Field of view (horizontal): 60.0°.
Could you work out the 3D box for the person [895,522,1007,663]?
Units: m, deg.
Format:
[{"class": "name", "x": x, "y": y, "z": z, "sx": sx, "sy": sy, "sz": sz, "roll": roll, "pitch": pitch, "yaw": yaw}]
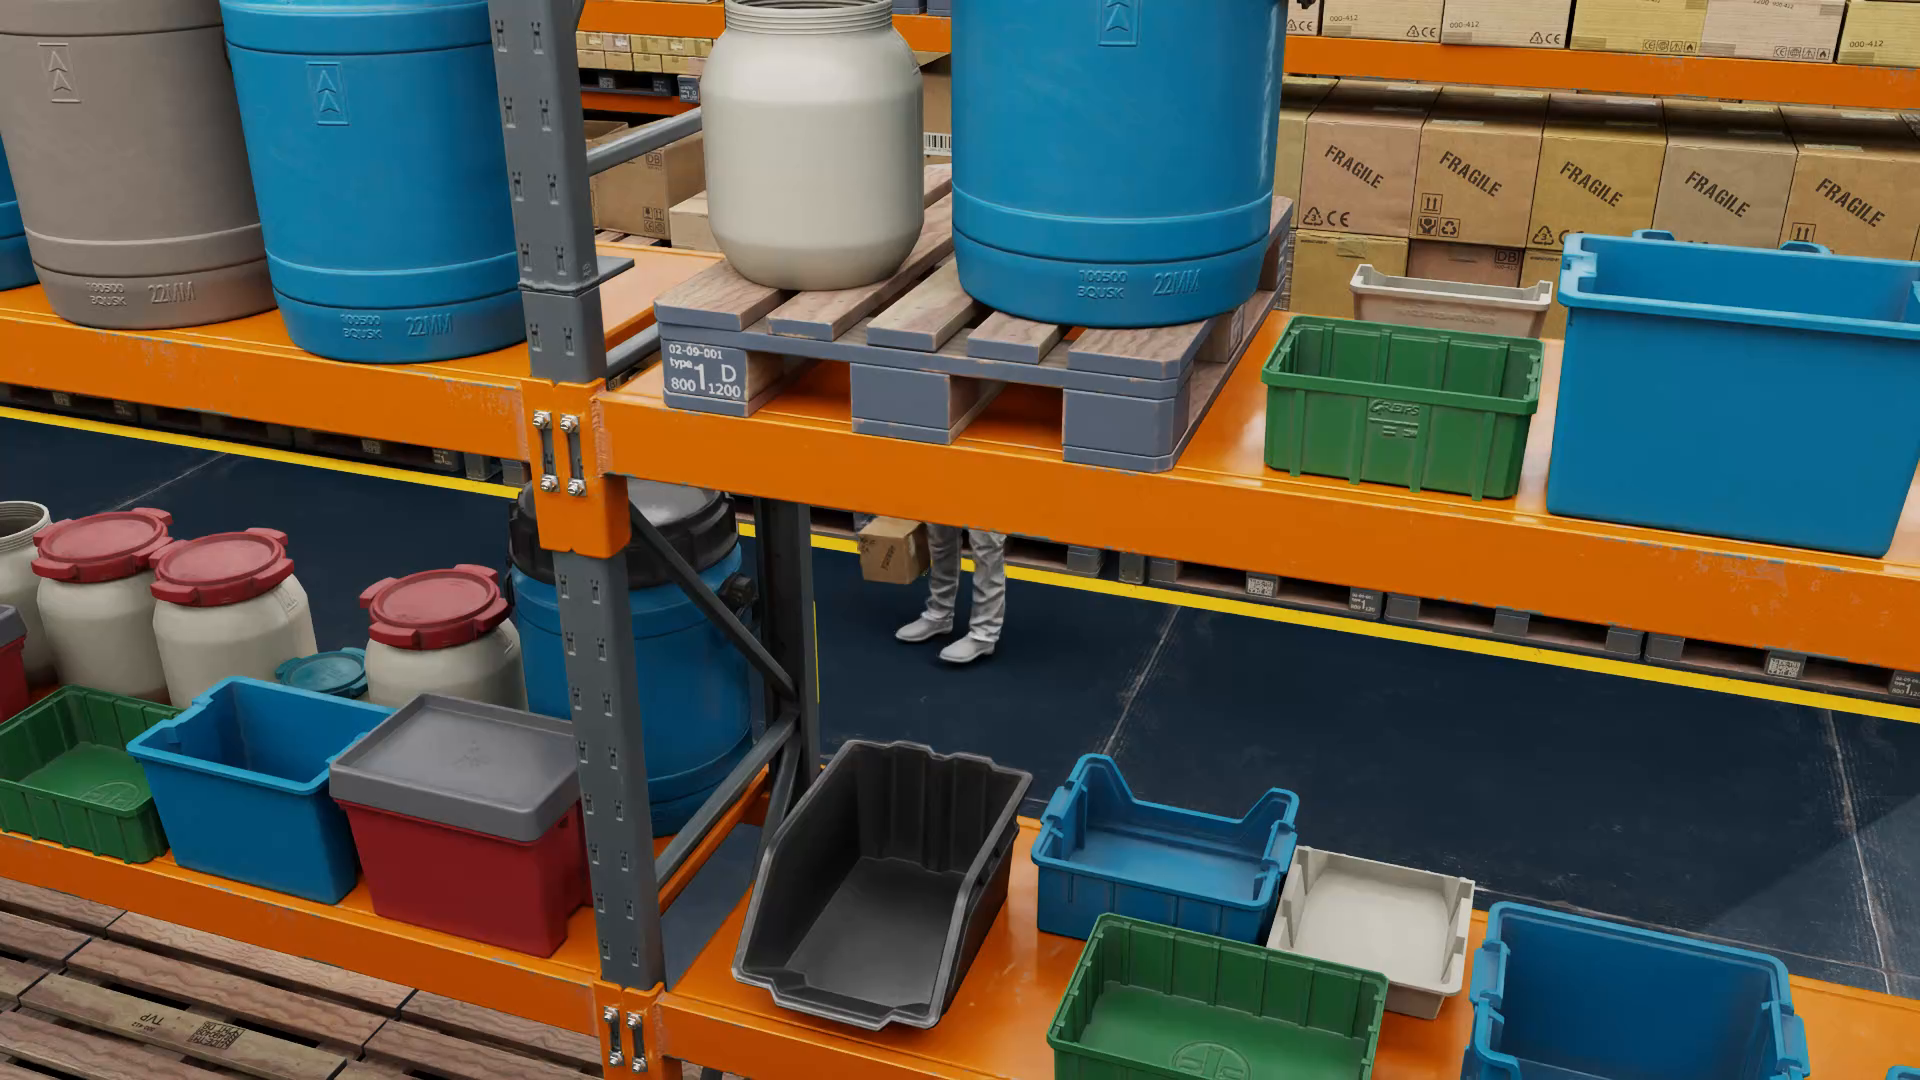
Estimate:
[{"class": "person", "x": -0.017, "y": -0.303, "z": 7.662, "sx": 0.577, "sy": 1.793, "sz": 0.480, "roll": 14, "pitch": 29, "yaw": 27}]
